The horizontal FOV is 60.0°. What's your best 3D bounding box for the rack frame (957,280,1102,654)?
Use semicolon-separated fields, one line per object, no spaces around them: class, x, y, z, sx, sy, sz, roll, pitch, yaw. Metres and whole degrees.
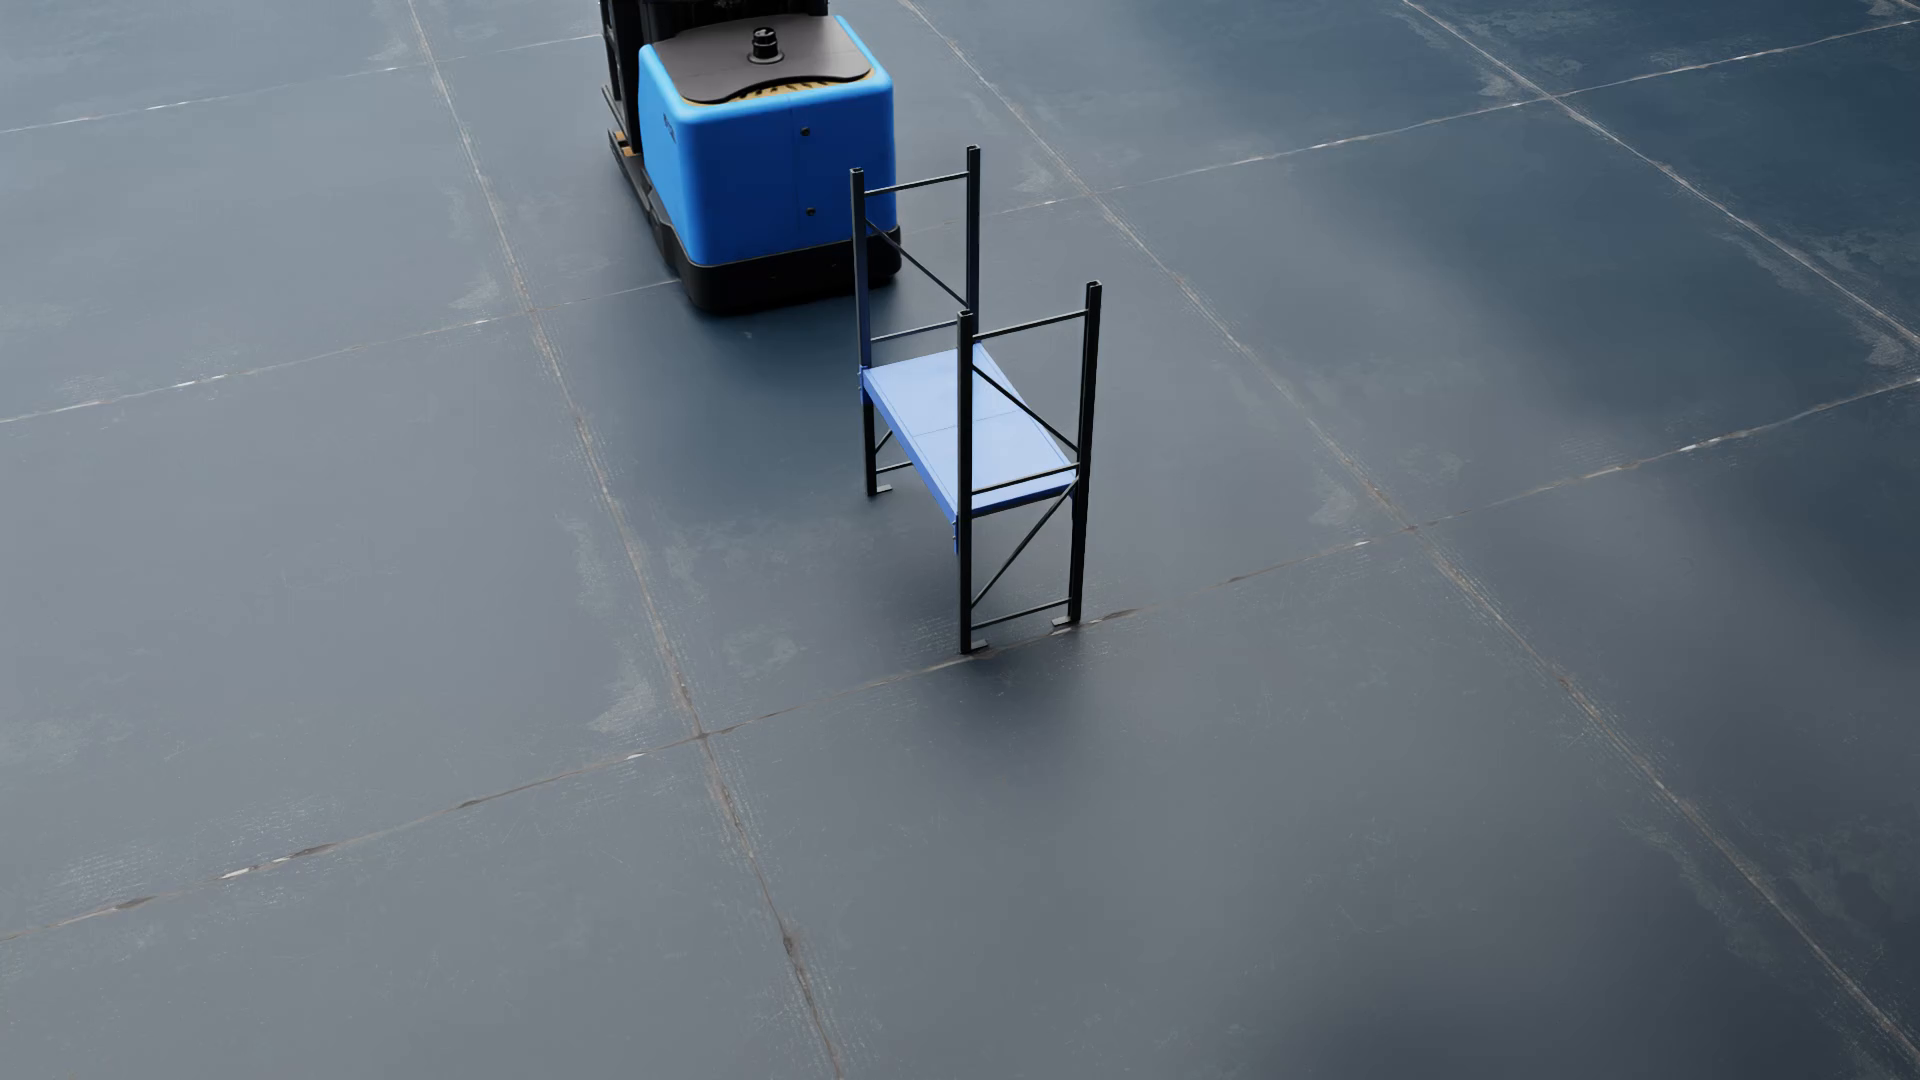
rack frame;0.227;-0.211;5.845;0.500;1.500;0.032;-15;43;-17

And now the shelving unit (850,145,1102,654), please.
shelving unit;0.033;-0.517;6.201;0.538;1.500;1.048;-15;43;-17

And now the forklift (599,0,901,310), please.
forklift;-1.290;-3.172;8.191;1.130;2.935;3.031;-14;43;-16

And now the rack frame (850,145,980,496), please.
rack frame;-0.162;-0.824;6.557;0.500;1.500;0.032;-15;43;-17

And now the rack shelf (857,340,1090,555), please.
rack shelf;0.033;-0.381;6.319;0.538;0.185;1.000;-15;43;-17
